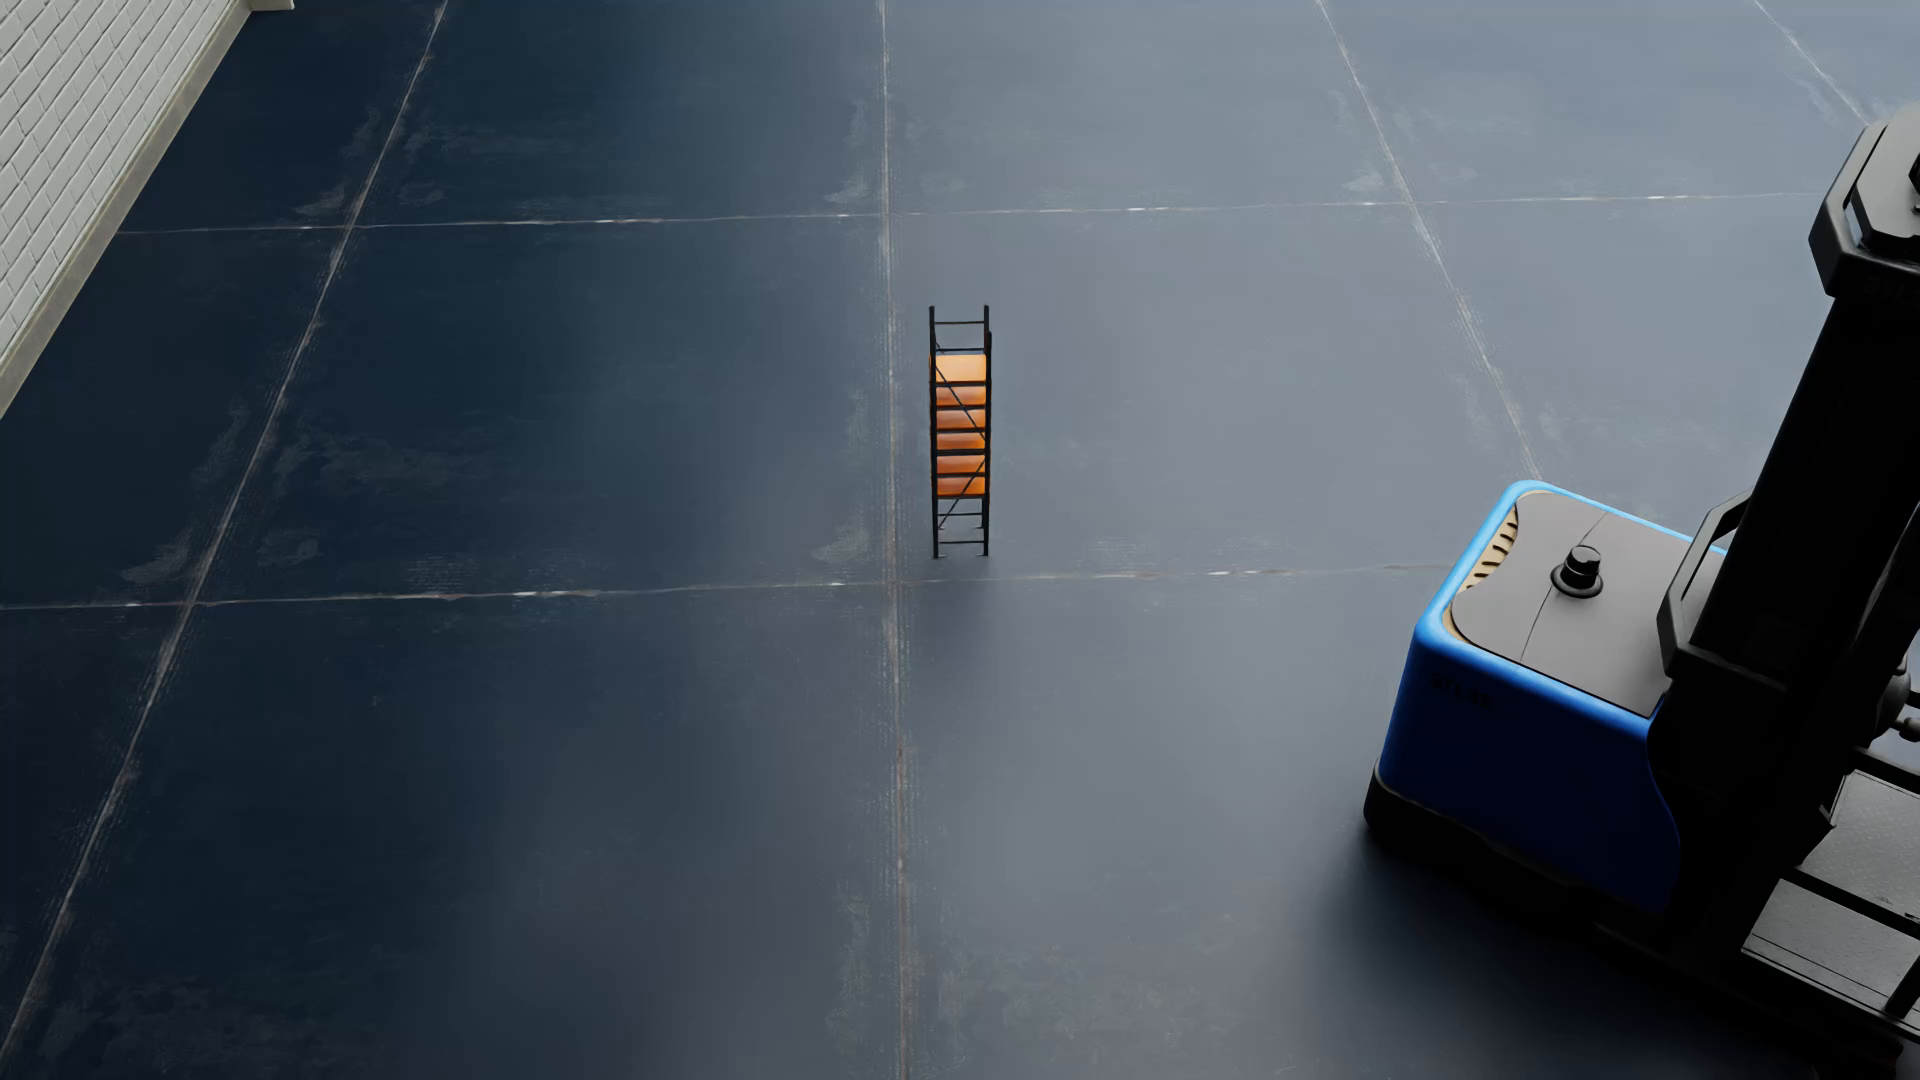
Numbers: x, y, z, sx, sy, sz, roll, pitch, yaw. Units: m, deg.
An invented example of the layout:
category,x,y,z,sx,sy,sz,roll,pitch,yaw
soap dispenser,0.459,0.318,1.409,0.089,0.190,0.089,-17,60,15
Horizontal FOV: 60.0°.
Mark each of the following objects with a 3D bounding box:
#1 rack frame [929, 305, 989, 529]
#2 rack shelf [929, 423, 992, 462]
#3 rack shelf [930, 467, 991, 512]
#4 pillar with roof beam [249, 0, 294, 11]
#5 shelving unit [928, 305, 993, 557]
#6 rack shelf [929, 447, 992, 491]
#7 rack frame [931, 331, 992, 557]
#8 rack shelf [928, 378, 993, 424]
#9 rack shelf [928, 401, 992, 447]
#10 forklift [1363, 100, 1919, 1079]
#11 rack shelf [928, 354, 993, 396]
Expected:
category,x,y,z,sx,sy,sz,roll,pitch,yaw
rack frame,-0.003,-0.494,7.051,0.240,1.200,0.006,-2,43,-2
rack shelf,0.001,-0.400,7.014,0.258,0.103,0.180,-2,43,-2
rack shelf,0.001,-0.223,7.176,0.258,0.103,0.180,-2,43,-2
pillar with roof beam,-0.416,-7.188,8.582,9.100,9.000,0.400,-2,43,-2
shelving unit,0.001,-0.433,6.984,0.258,1.200,0.189,-2,43,-2
rack shelf,0.001,-0.311,7.095,0.258,0.103,0.180,-2,43,-2
rack frame,0.005,-0.371,6.916,0.240,1.200,0.006,-2,43,-2
rack shelf,0.001,-0.577,6.851,0.258,0.103,0.180,-2,43,-2
rack shelf,0.001,-0.488,6.933,0.258,0.103,0.180,-2,43,-2
forklift,3.006,0.295,4.908,3.031,2.935,1.130,25,48,24
rack shelf,0.001,-0.665,6.770,0.258,0.103,0.180,-2,43,-2
